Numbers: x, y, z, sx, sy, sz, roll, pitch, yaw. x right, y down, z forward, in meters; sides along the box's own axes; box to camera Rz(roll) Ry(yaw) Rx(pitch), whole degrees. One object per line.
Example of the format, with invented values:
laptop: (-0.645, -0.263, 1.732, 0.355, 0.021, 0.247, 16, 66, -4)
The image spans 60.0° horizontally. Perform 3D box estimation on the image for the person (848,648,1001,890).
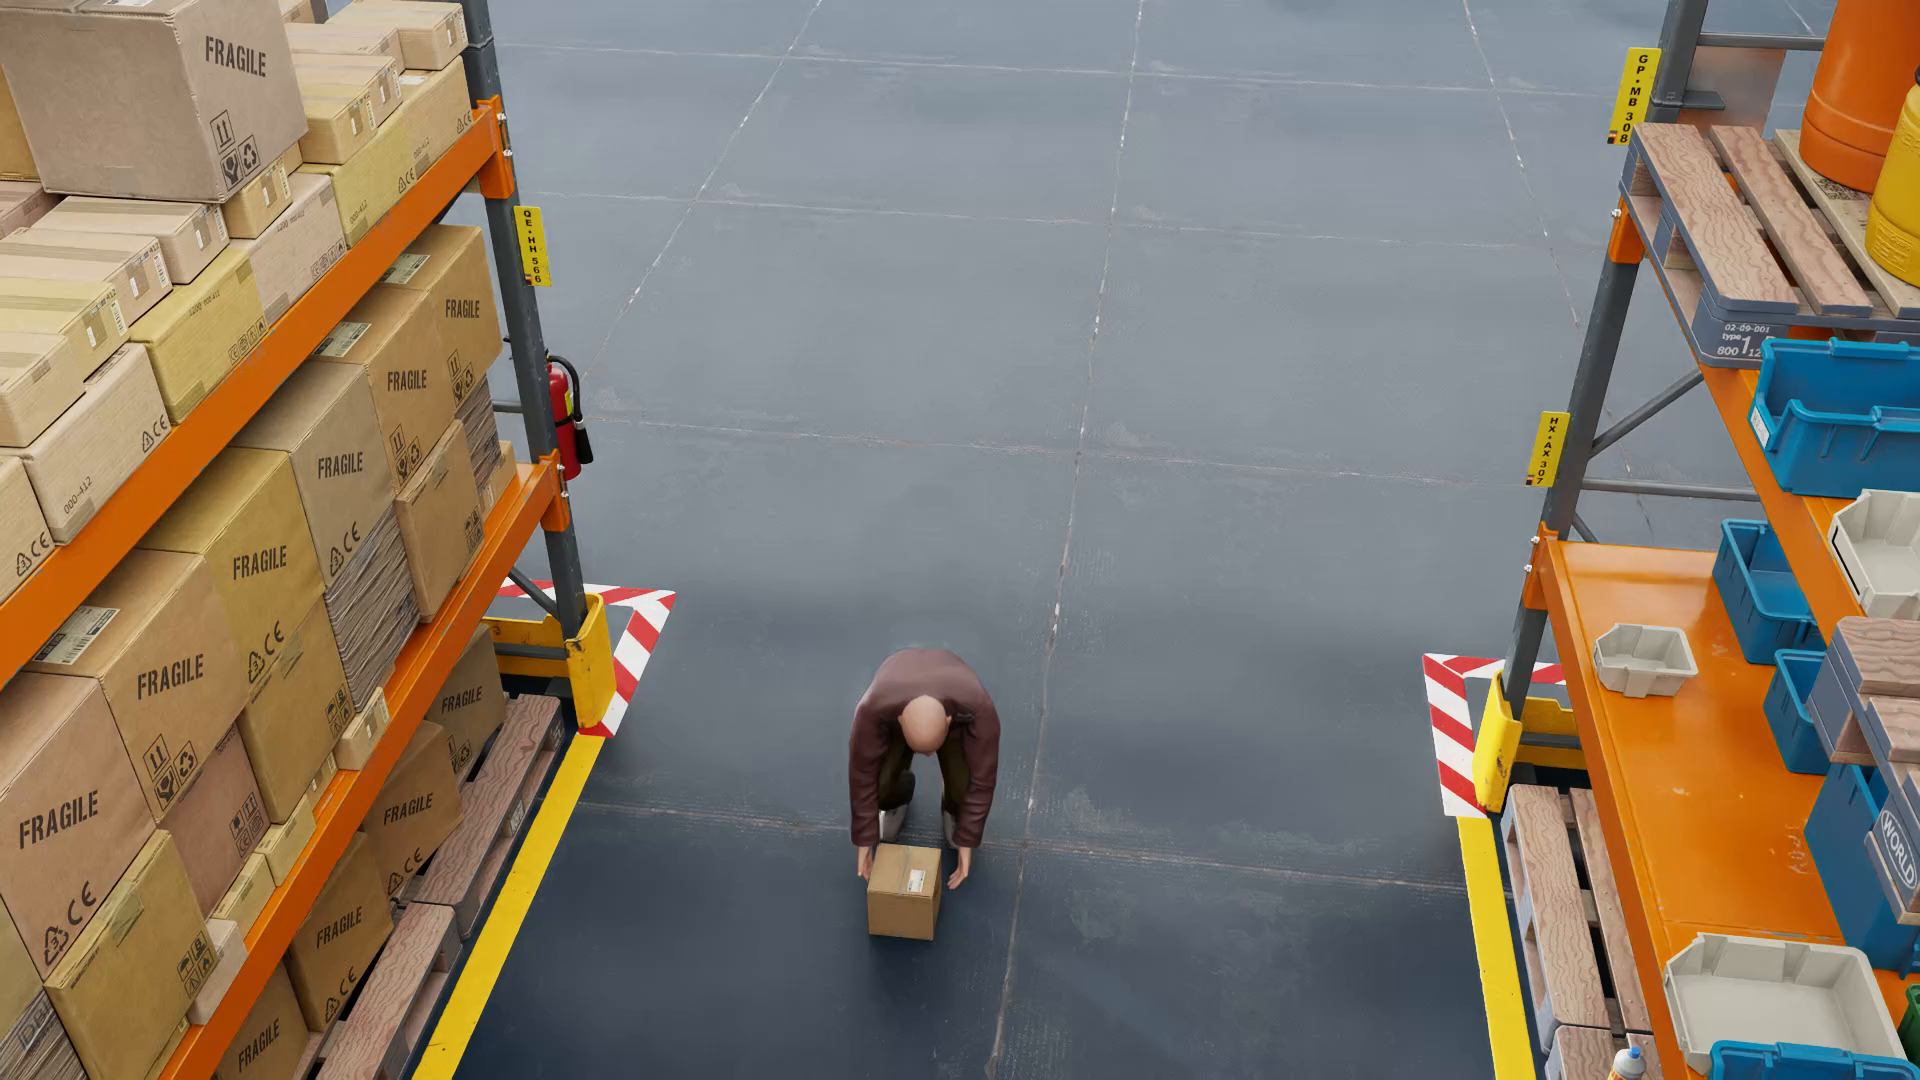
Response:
person: (-0.136, 0.822, 6.557, 0.610, 1.024, 0.896, 4, 36, 6)
